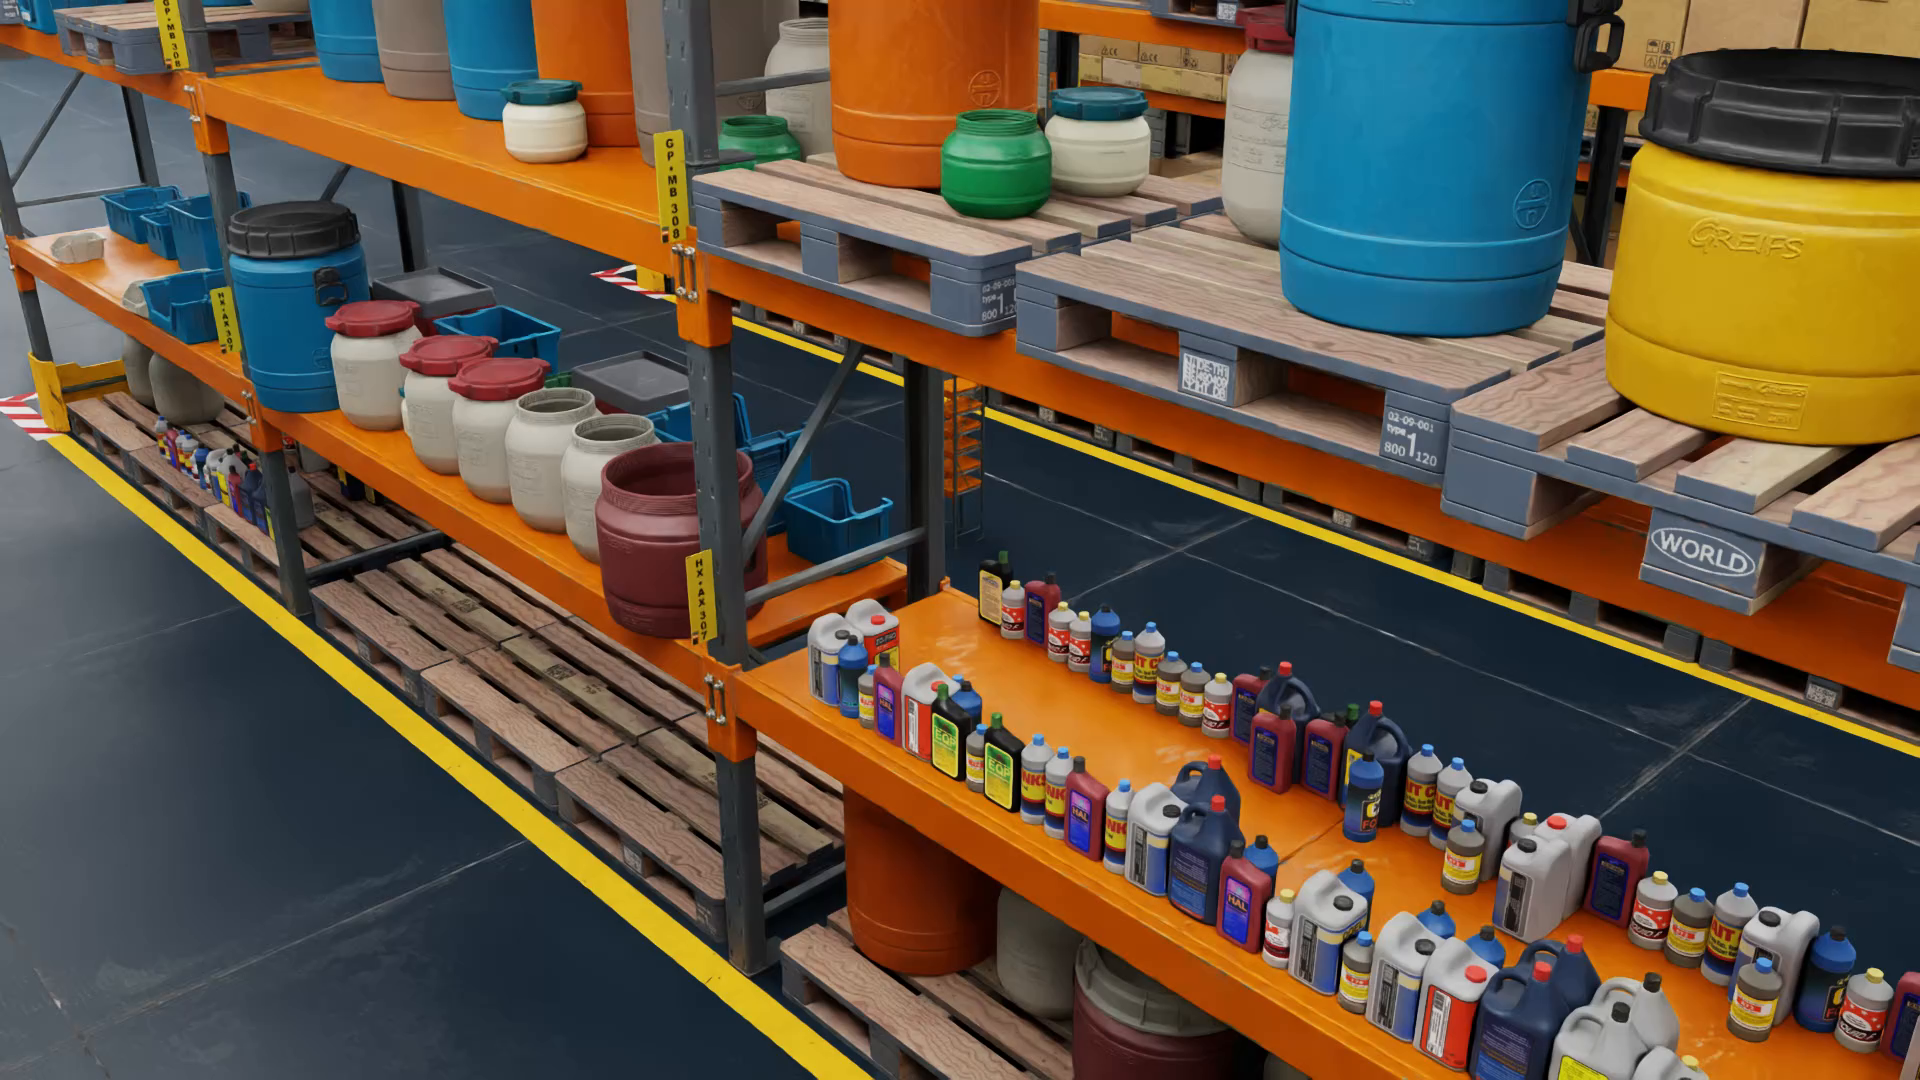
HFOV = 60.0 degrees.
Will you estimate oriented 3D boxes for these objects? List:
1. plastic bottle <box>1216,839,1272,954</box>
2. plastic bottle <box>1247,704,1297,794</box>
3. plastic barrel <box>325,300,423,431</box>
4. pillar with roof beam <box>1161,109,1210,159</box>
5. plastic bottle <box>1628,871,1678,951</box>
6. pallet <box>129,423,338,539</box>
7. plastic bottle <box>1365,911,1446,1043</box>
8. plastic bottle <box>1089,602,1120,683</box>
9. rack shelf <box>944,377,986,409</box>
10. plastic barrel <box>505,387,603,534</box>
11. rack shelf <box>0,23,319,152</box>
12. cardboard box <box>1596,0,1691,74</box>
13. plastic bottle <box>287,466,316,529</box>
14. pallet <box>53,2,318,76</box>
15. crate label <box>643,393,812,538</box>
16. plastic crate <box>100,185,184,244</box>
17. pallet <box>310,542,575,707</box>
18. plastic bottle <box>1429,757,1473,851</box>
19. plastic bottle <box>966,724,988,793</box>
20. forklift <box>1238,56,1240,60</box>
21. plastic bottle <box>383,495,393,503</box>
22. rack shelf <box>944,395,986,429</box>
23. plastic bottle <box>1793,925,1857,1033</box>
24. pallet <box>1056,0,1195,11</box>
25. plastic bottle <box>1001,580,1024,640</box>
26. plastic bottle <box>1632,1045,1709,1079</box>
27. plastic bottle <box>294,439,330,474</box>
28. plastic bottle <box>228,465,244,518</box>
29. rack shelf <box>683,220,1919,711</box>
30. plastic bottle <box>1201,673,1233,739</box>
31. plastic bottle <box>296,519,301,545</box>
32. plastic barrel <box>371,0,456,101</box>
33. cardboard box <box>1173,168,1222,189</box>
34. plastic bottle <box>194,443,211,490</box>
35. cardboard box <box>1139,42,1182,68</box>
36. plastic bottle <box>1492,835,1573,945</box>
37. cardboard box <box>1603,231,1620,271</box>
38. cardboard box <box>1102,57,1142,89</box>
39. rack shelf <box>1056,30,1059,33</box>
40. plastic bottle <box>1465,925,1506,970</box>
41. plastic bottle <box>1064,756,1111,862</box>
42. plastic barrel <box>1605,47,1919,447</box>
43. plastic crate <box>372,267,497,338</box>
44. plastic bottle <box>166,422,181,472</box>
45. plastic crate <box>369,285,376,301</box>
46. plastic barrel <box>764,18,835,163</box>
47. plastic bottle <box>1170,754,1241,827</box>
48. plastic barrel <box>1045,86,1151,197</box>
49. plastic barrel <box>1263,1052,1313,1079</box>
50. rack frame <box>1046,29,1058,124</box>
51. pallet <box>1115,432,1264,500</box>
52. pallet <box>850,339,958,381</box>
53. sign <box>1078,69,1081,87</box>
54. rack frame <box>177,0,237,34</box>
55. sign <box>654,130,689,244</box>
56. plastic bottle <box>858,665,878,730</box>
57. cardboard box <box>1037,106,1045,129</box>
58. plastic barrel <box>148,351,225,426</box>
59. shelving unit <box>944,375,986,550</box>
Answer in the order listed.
[{"bbox_3d":[0.732,0.913,4.275,0.061,0.283,0.133,-21,32,-38],"label":"plastic bottle"},{"bbox_3d":[0.930,0.605,4.950,0.061,0.283,0.133,-21,32,-38],"label":"plastic bottle"},{"bbox_3d":[-2.701,-0.814,7.757,0.433,0.535,0.433,0,25,0],"label":"plastic barrel"},{"bbox_3d":[-0.729,-6.668,13.525,9.100,9.000,0.400,-21,32,-38],"label":"pillar with roof beam"},{"bbox_3d":[1.793,0.949,4.296,0.097,0.201,0.097,0,25,0],"label":"plastic bottle"},{"bbox_3d":[-4.461,-0.421,10.418,1.003,0.211,1.213,-21,32,-38],"label":"pallet"},{"bbox_3d":[1.082,1.044,3.997,0.152,0.276,0.135,-21,32,-38],"label":"plastic bottle"},{"bbox_3d":[0.484,0.337,5.553,0.097,0.271,0.097,0,25,0],"label":"plastic bottle"},{"bbox_3d":[-0.010,-0.837,9.380,0.258,0.103,0.180,-21,32,-38],"label":"rack shelf"},{"bbox_3d":[-1.607,-0.322,6.707,0.421,0.512,0.421,0,25,0],"label":"plastic barrel"},{"bbox_3d":[-4.561,-2.748,9.412,1.077,0.370,4.000,-21,32,-38],"label":"rack shelf"},{"bbox_3d":[3.481,-2.584,8.066,0.910,0.500,0.500,-21,32,-38],"label":"cardboard box"},{"bbox_3d":[-3.740,-0.254,9.353,0.144,0.351,0.185,-21,32,-38],"label":"plastic bottle"},{"bbox_3d":[-3.759,-2.574,8.392,1.213,0.211,1.003,-21,32,-38],"label":"pallet"},{"bbox_3d":[-0.942,-0.286,6.721,0.502,0.435,0.616,-21,32,-38],"label":"crate label"},{"bbox_3d":[-5.368,-2.182,11.098,0.499,0.251,0.616,-21,32,-38],"label":"plastic crate"},{"bbox_3d":[-2.629,0.391,8.638,1.003,0.211,1.213,-21,32,-38],"label":"pallet"},{"bbox_3d":[1.385,0.736,4.678,0.097,0.271,0.097,0,25,0],"label":"plastic bottle"},{"bbox_3d":[0.066,0.644,4.963,0.097,0.201,0.097,0,25,0],"label":"plastic bottle"},{"bbox_3d":[2.880,-3.340,13.540,1.130,2.935,3.031,14,28,28],"label":"forklift"},{"bbox_3d":[-3.333,-0.376,9.713,0.152,0.276,0.135,-20,31,-37],"label":"plastic bottle"},{"bbox_3d":[-0.010,-0.728,9.429,0.258,0.103,0.180,-21,32,-38],"label":"rack shelf"},{"bbox_3d":[2.084,1.046,3.998,0.097,0.271,0.097,0,25,0],"label":"plastic bottle"},{"bbox_3d":[1.036,-3.523,10.474,1.217,0.209,0.805,22,33,40],"label":"pallet"},{"bbox_3d":[0.193,0.240,5.850,0.097,0.201,0.097,0,25,0],"label":"plastic bottle"},{"bbox_3d":[1.518,1.237,3.573,0.152,0.276,0.135,-21,32,-38],"label":"plastic bottle"},{"bbox_3d":[-3.954,-0.564,10.124,0.152,0.276,0.135,-21,32,-38],"label":"plastic bottle"},{"bbox_3d":[-4.118,-0.278,9.488,0.061,0.283,0.133,-19,30,-35],"label":"plastic bottle"},{"bbox_3d":[0.906,-0.324,4.099,1.077,0.370,4.000,-21,32,-38],"label":"rack shelf"},{"bbox_3d":[0.816,0.516,5.244,0.097,0.201,0.097,0,25,0],"label":"plastic bottle"},{"bbox_3d":[-3.670,-0.053,9.093,0.097,0.201,0.097,0,25,0],"label":"plastic bottle"},{"bbox_3d":[-2.241,-2.407,7.193,0.600,0.901,0.600,0,25,0],"label":"plastic barrel"},{"bbox_3d":[1.639,-2.005,10.411,0.500,0.500,0.500,-21,32,-38],"label":"cardboard box"},{"bbox_3d":[-4.476,-0.442,9.862,0.097,0.271,0.097,0,25,0],"label":"plastic bottle"},{"bbox_3d":[2.089,-4.868,16.060,0.500,0.500,0.500,23,33,40],"label":"cardboard box"},{"bbox_3d":[1.491,0.890,4.334,0.152,0.276,0.135,-21,32,-38],"label":"plastic bottle"},{"bbox_3d":[5.614,-2.301,13.661,0.700,0.500,0.500,-21,32,-39],"label":"cardboard box"},{"bbox_3d":[1.770,-4.676,16.543,0.500,0.250,0.500,-22,33,-40],"label":"cardboard box"},{"bbox_3d":[-0.943,-4.152,12.489,1.077,0.370,4.000,-21,32,-38],"label":"rack shelf"},{"bbox_3d":[1.252,1.046,3.999,0.097,0.271,0.097,0,25,0],"label":"plastic bottle"},{"bbox_3d":[0.356,0.746,4.640,0.061,0.283,0.133,-21,32,-38],"label":"plastic bottle"},{"bbox_3d":[1.501,-0.541,2.975,0.600,0.588,0.600,0,25,0],"label":"plastic barrel"},{"bbox_3d":[-2.640,-1.074,8.412,0.402,0.464,0.583,-21,32,-38],"label":"plastic crate"},{"bbox_3d":[-4.775,-0.569,10.126,0.061,0.283,0.133,-21,32,-38],"label":"plastic bottle"},{"bbox_3d":[-3.459,-1.271,8.996,0.767,0.338,0.504,-21,32,-38],"label":"plastic crate"},{"bbox_3d":[-0.449,-1.489,5.651,0.421,0.512,0.421,0,25,0],"label":"plastic barrel"},{"bbox_3d":[0.672,0.738,4.577,0.144,0.351,0.185,-21,32,-38],"label":"plastic bottle"},{"bbox_3d":[0.379,-1.102,4.598,0.301,0.262,0.301,0,25,0],"label":"plastic barrel"},{"bbox_3d":[1.109,1.680,4.946,0.421,0.512,0.421,0,25,0],"label":"plastic barrel"},{"bbox_3d":[1.303,-5.127,17.374,1.000,3.000,0.127,-21,32,-38],"label":"rack frame"},{"bbox_3d":[1.794,-0.658,10.938,1.003,0.211,1.213,-21,32,-38],"label":"pallet"},{"bbox_3d":[-0.089,-1.493,12.767,1.003,0.211,1.213,-21,32,-38],"label":"pallet"},{"bbox_3d":[0.813,-3.156,11.755,0.100,0.325,0.005,-21,32,-38],"label":"sign"},{"bbox_3d":[-3.195,-3.834,7.312,1.000,3.000,0.127,-21,32,-38],"label":"rack frame"},{"bbox_3d":[-0.857,-1.051,4.953,0.100,0.325,0.005,-21,32,-38],"label":"sign"},{"bbox_3d":[-0.275,0.493,5.295,0.097,0.201,0.097,0,25,0],"label":"plastic bottle"},{"bbox_3d":[0.381,-2.985,11.778,0.380,0.149,0.250,-21,32,-39],"label":"cardboard box"},{"bbox_3d":[-5.080,-1.046,10.920,0.421,0.512,0.421,0,25,0],"label":"plastic barrel"},{"bbox_3d":[-0.010,-0.550,9.511,0.258,1.200,0.189,-21,32,-38],"label":"shelving unit"}]
